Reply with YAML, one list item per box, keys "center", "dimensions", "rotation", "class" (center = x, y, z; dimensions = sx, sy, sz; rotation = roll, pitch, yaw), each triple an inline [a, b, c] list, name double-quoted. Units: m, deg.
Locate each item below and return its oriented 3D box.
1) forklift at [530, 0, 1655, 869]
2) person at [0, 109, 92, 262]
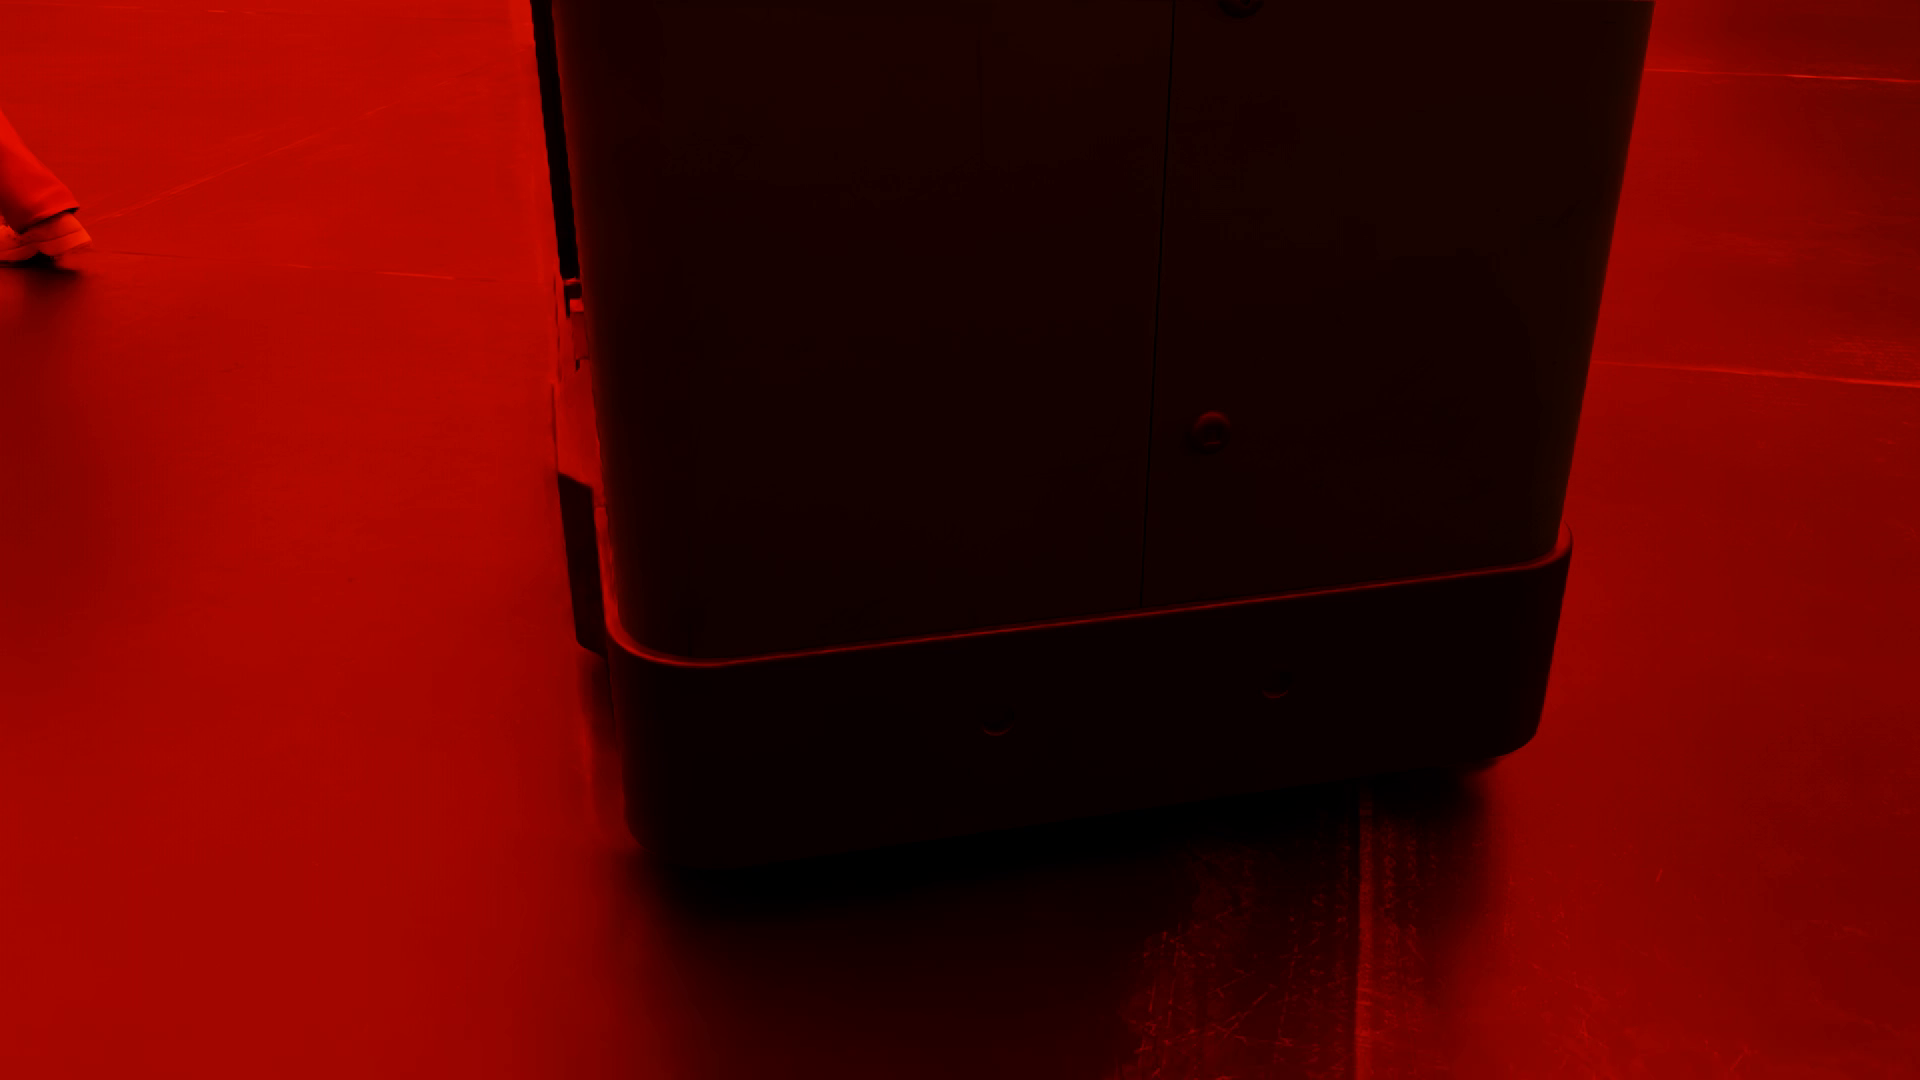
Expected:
- center: [-0.168, -1.620, 2.456]
  dimensions: [1.130, 2.935, 3.031]
  rotation: [-6, 27, -12]
  class: "forklift"
- center: [-2.322, -1.336, 3.414]
  dimensions: [0.917, 1.616, 0.471]
  rotation: [4, 27, 7]
  class: "person"
